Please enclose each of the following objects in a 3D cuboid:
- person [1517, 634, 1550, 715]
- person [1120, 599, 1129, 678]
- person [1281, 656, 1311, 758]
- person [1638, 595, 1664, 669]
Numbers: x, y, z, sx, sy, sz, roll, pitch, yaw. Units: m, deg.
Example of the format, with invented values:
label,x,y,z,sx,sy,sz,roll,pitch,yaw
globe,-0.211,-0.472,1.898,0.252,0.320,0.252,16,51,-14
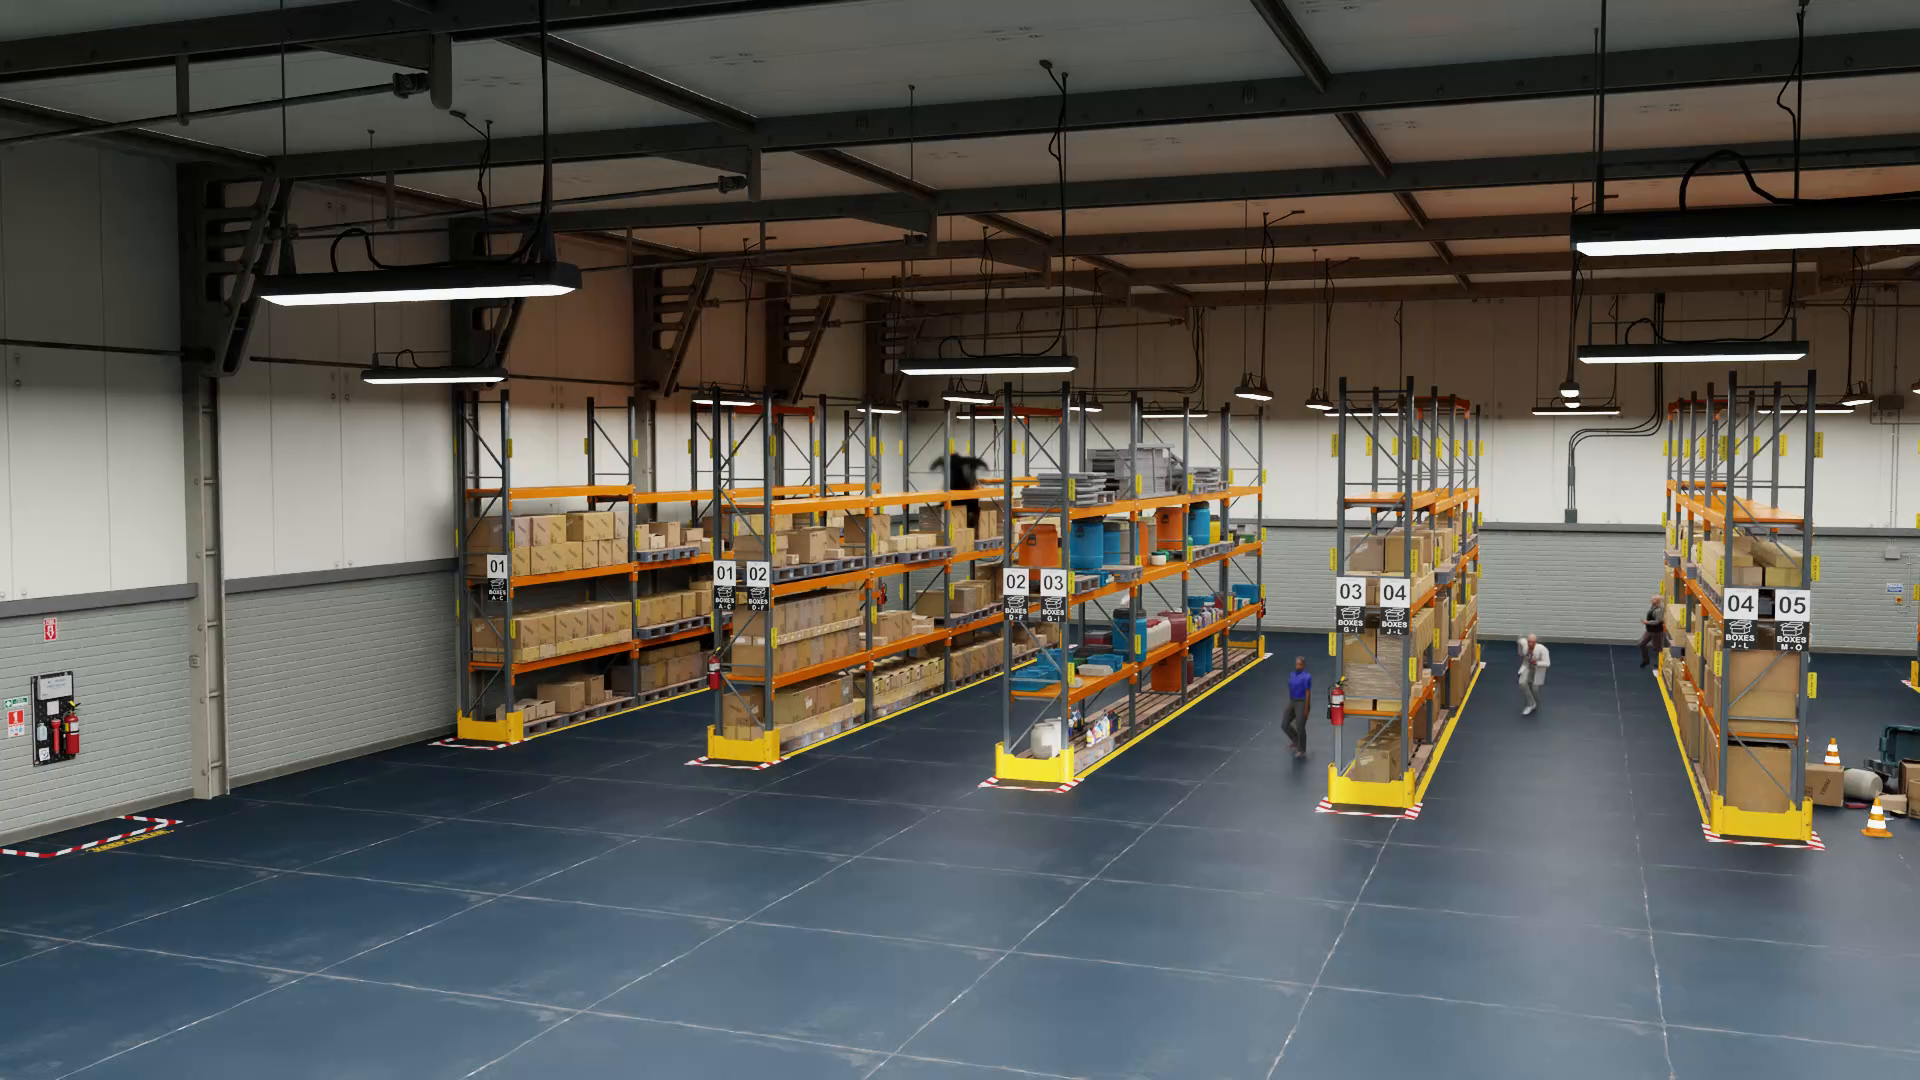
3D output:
label,x,y,z,sx,sy,sz,roll,pitch,yaw
person,10.853,2.512,31.446,0.694,1.564,1.241,2,4,30
person,3.542,2.142,35.976,0.679,1.734,0.776,2,4,30
person,5.498,2.704,26.988,0.453,1.684,0.587,-2,4,-36
person,15.720,2.096,37.553,0.701,1.730,0.647,0,3,0
